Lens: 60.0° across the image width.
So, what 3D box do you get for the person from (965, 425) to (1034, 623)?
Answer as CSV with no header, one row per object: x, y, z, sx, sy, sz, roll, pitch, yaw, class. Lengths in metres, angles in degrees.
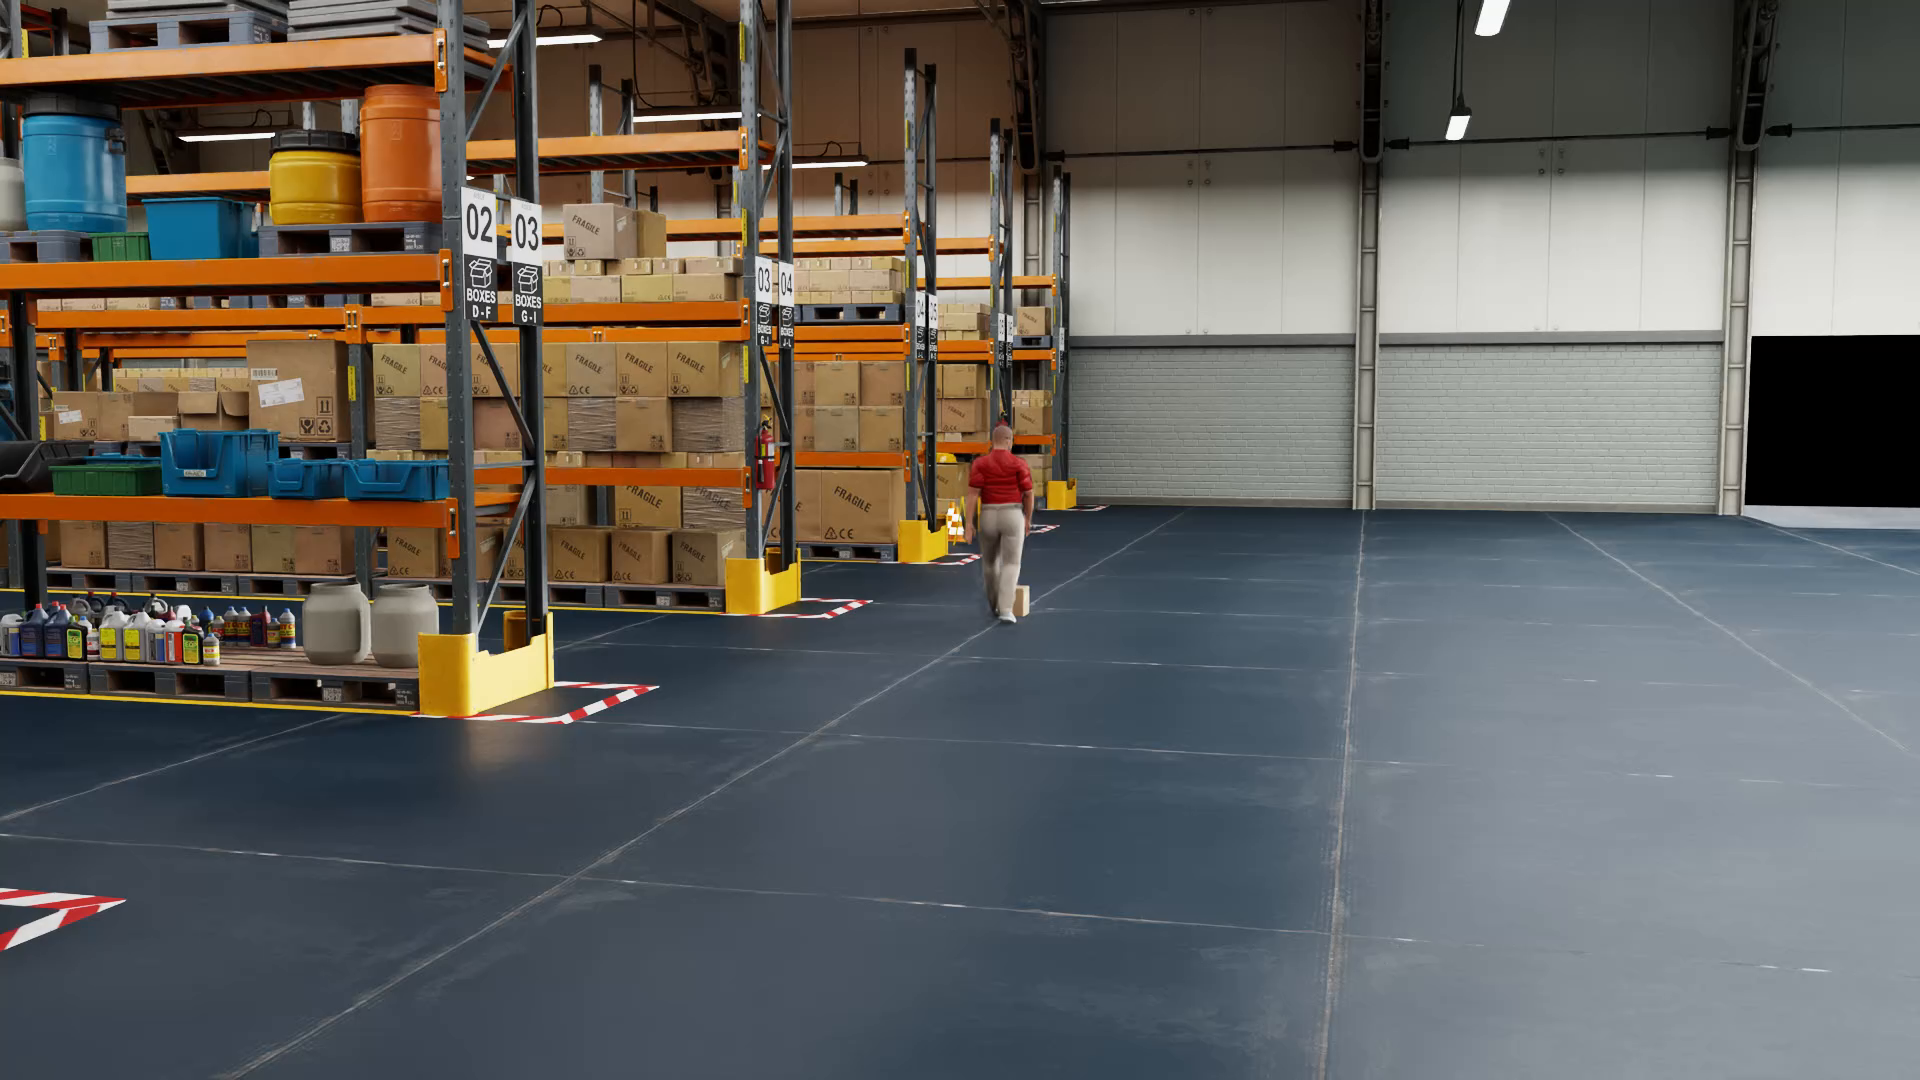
0.382,-0.155,14.527,0.569,1.699,0.951,1,5,14,person
